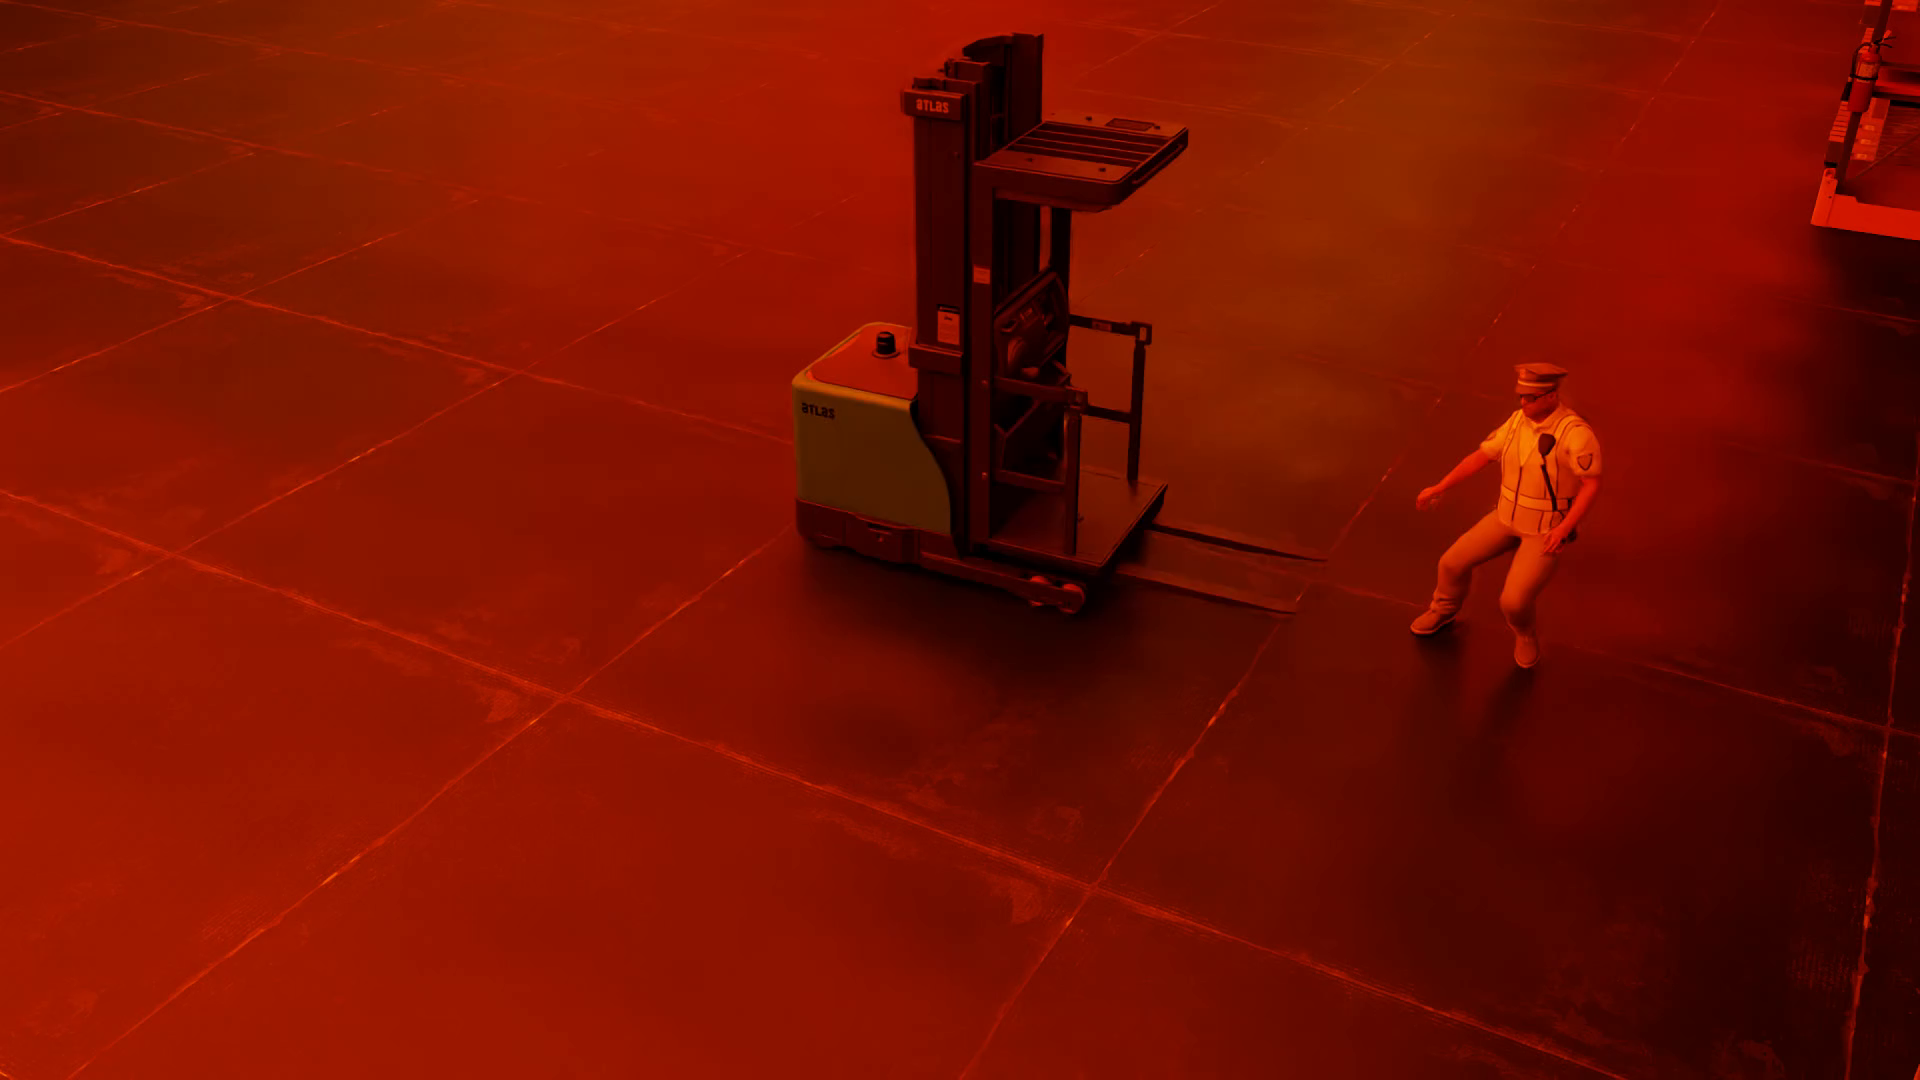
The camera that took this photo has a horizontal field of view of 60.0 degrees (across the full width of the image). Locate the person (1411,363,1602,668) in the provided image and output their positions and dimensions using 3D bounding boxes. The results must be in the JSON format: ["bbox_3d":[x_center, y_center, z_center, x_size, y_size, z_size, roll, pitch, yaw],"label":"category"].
[{"bbox_3d":[2.854,-0.135,8.611,0.571,1.613,0.865,-17,34,-26],"label":"person"}]

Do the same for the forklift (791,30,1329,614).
[{"bbox_3d":[0.576,-1.160,9.081,3.031,2.935,1.130,13,33,22],"label":"forklift"}]
